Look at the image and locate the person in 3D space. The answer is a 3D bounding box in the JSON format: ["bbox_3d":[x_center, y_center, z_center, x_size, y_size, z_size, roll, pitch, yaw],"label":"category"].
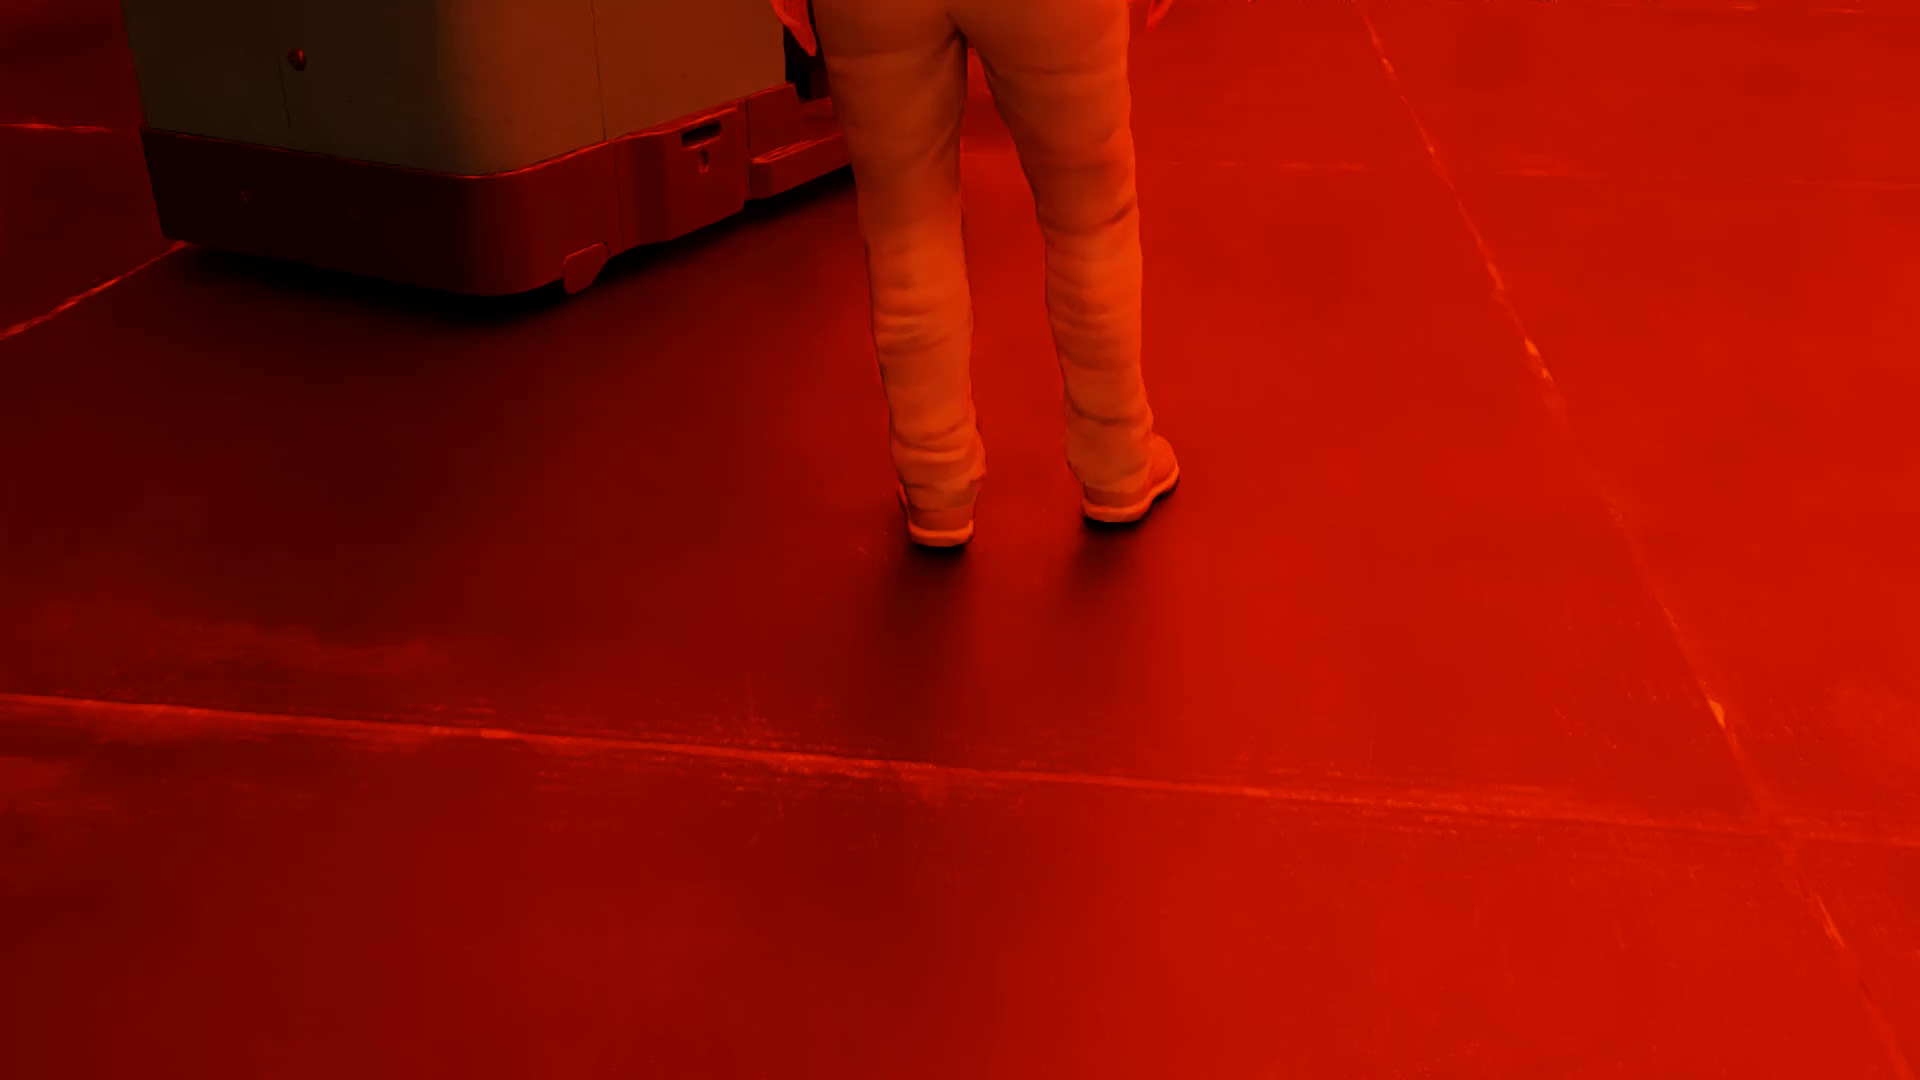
[{"bbox_3d":[0.033,-0.785,2.190,0.598,1.669,0.529,3,27,7],"label":"person"}]

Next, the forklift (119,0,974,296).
[{"bbox_3d":[-0.663,-2.423,4.074,1.130,2.935,3.031,13,29,24],"label":"forklift"}]
